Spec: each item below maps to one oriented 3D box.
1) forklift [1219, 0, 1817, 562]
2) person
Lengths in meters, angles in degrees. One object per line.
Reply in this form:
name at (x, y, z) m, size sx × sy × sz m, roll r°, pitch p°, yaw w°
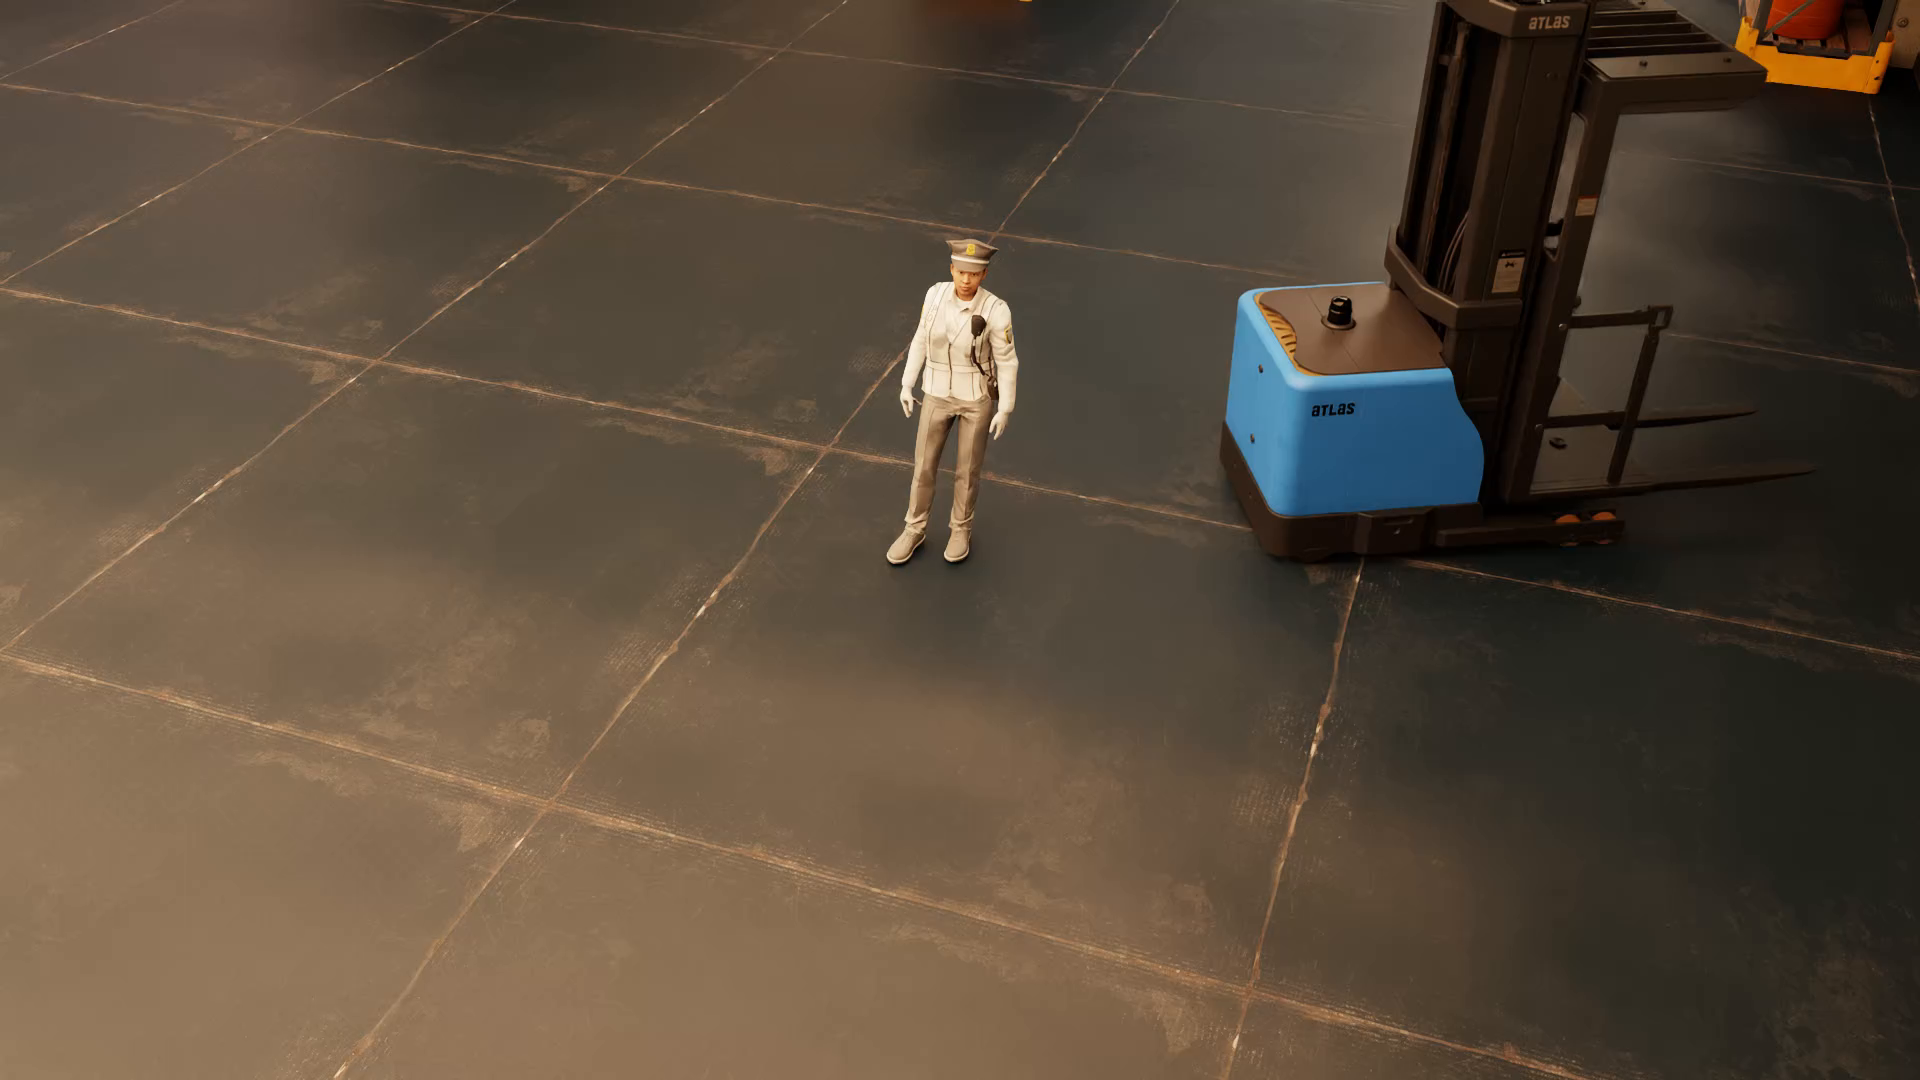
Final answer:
forklift at (2.986, -1.459, 8.169) m, size 3.031 × 2.935 × 1.130 m, roll -4°, pitch 36°, yaw -6°
person at (-0.029, -0.660, 8.099) m, size 0.587 × 1.694 × 0.529 m, roll 12°, pitch 37°, yaw 16°
